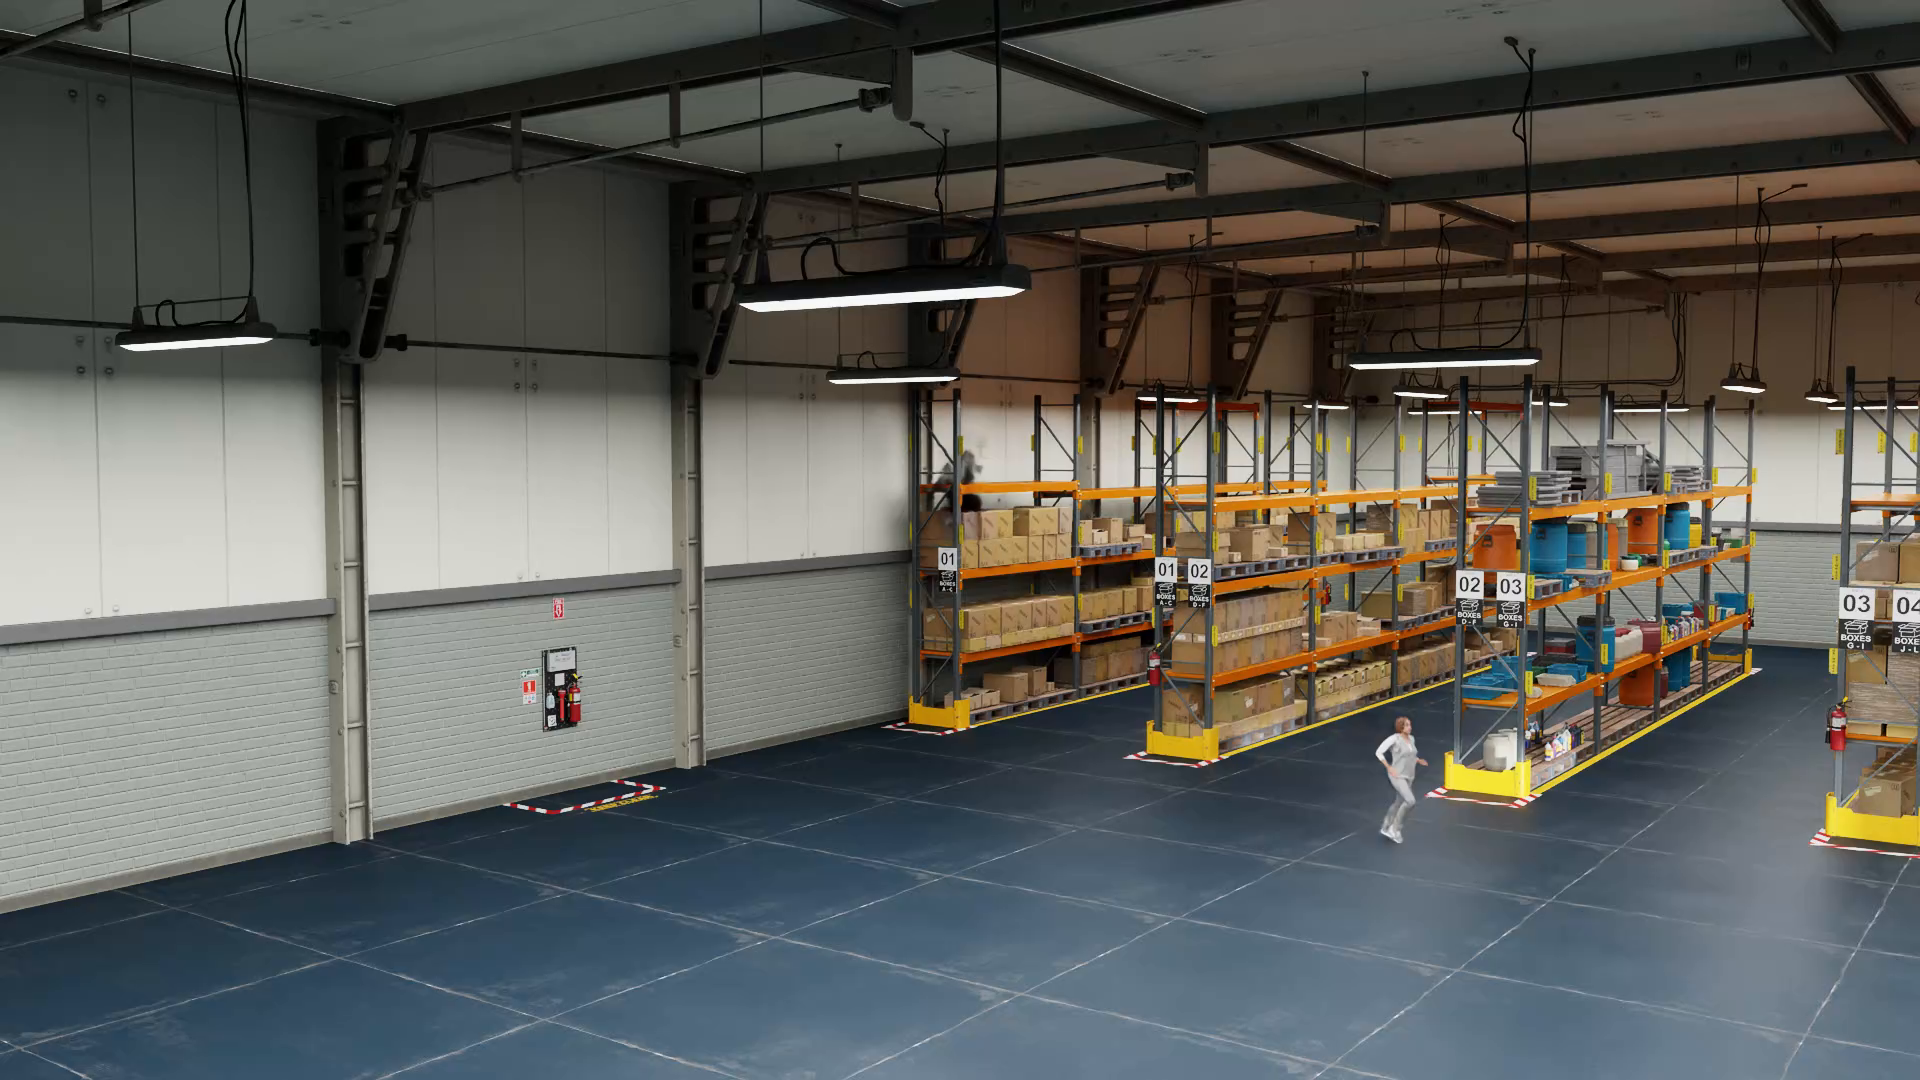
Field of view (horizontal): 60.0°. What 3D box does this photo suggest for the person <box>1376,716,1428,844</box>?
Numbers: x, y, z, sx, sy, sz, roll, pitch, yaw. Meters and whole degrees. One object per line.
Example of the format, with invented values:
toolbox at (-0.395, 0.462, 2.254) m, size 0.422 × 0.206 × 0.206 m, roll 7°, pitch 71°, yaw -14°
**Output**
person at (5.562, 3.020, 20.923) m, size 0.512 × 1.579 × 0.666 m, roll -3°, pitch 4°, yaw -38°
